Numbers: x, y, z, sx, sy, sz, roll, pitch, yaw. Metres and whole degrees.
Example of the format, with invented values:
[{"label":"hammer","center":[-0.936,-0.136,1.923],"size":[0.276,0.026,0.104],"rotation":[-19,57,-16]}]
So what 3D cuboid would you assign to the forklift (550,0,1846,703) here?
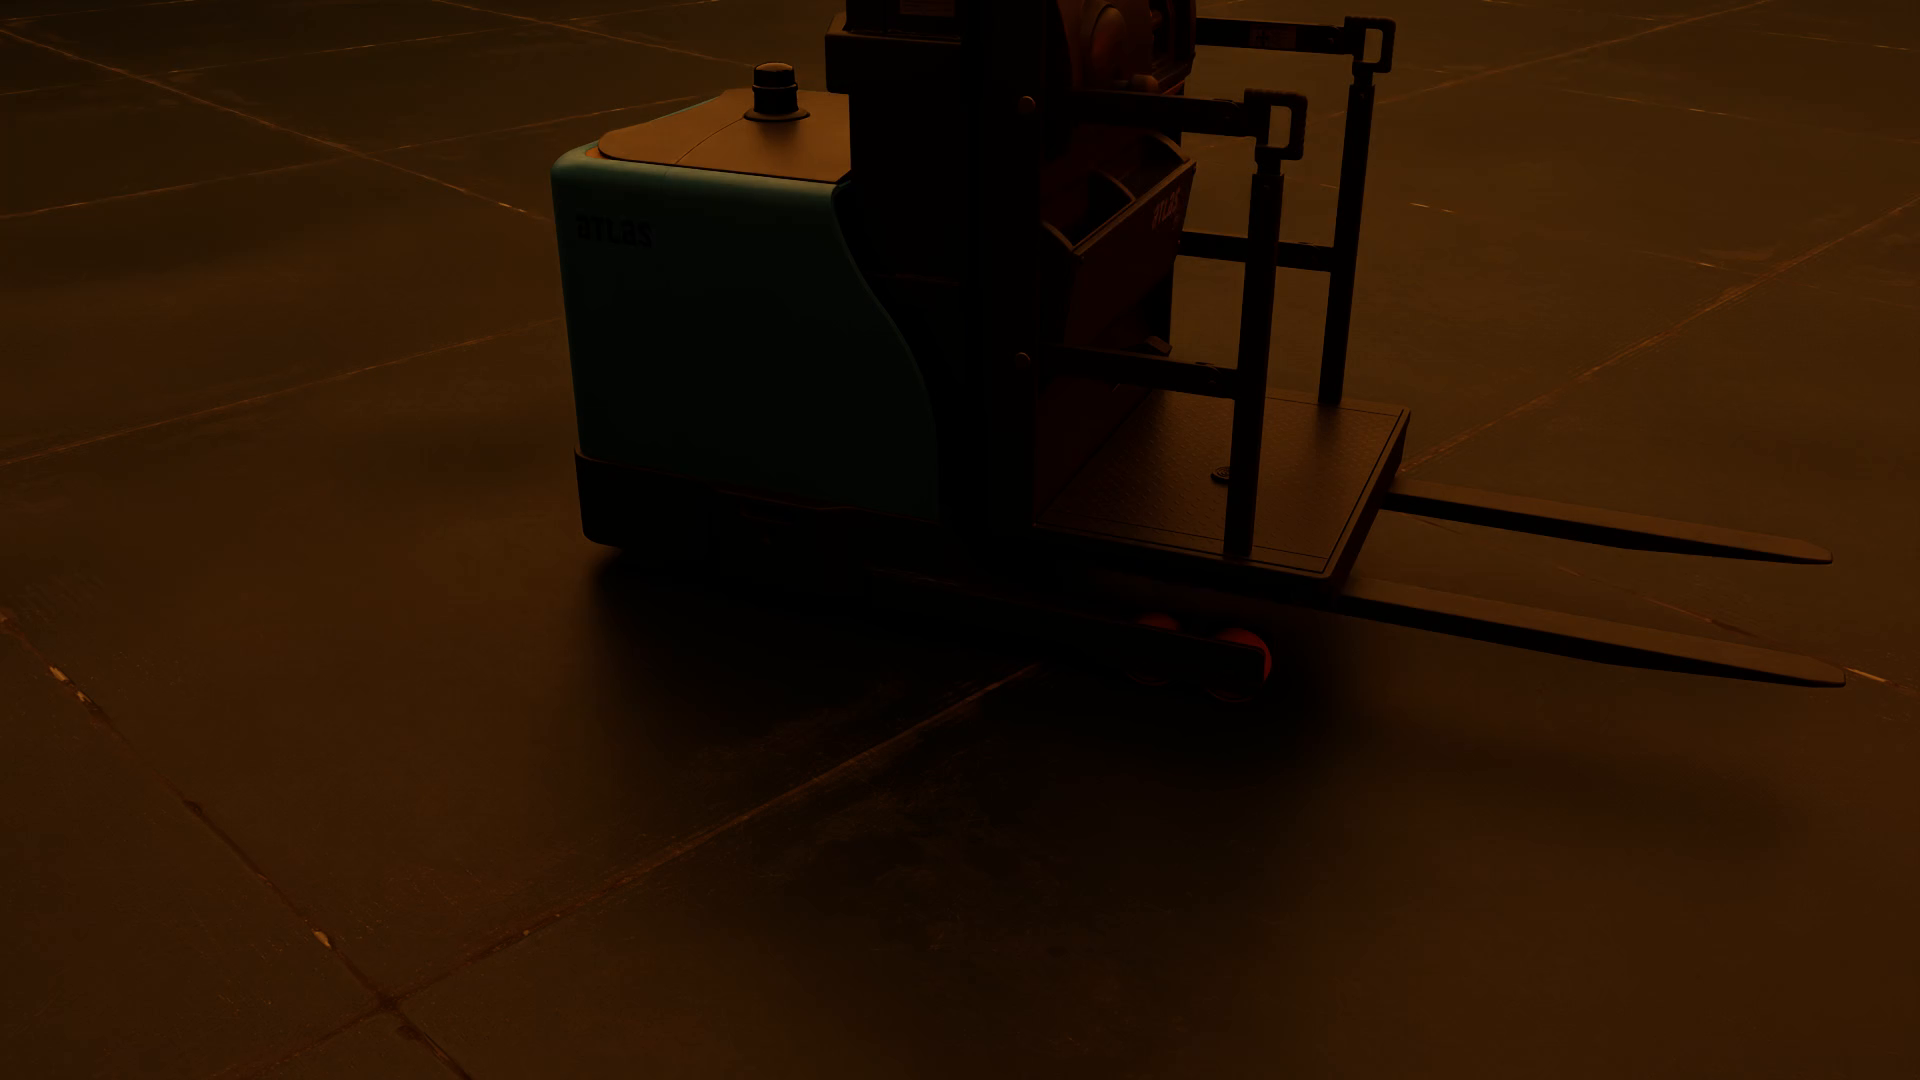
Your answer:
[{"label":"forklift","center":[0.560,-1.212,3.684],"size":[3.031,2.935,1.130],"rotation":[11,28,20]}]
